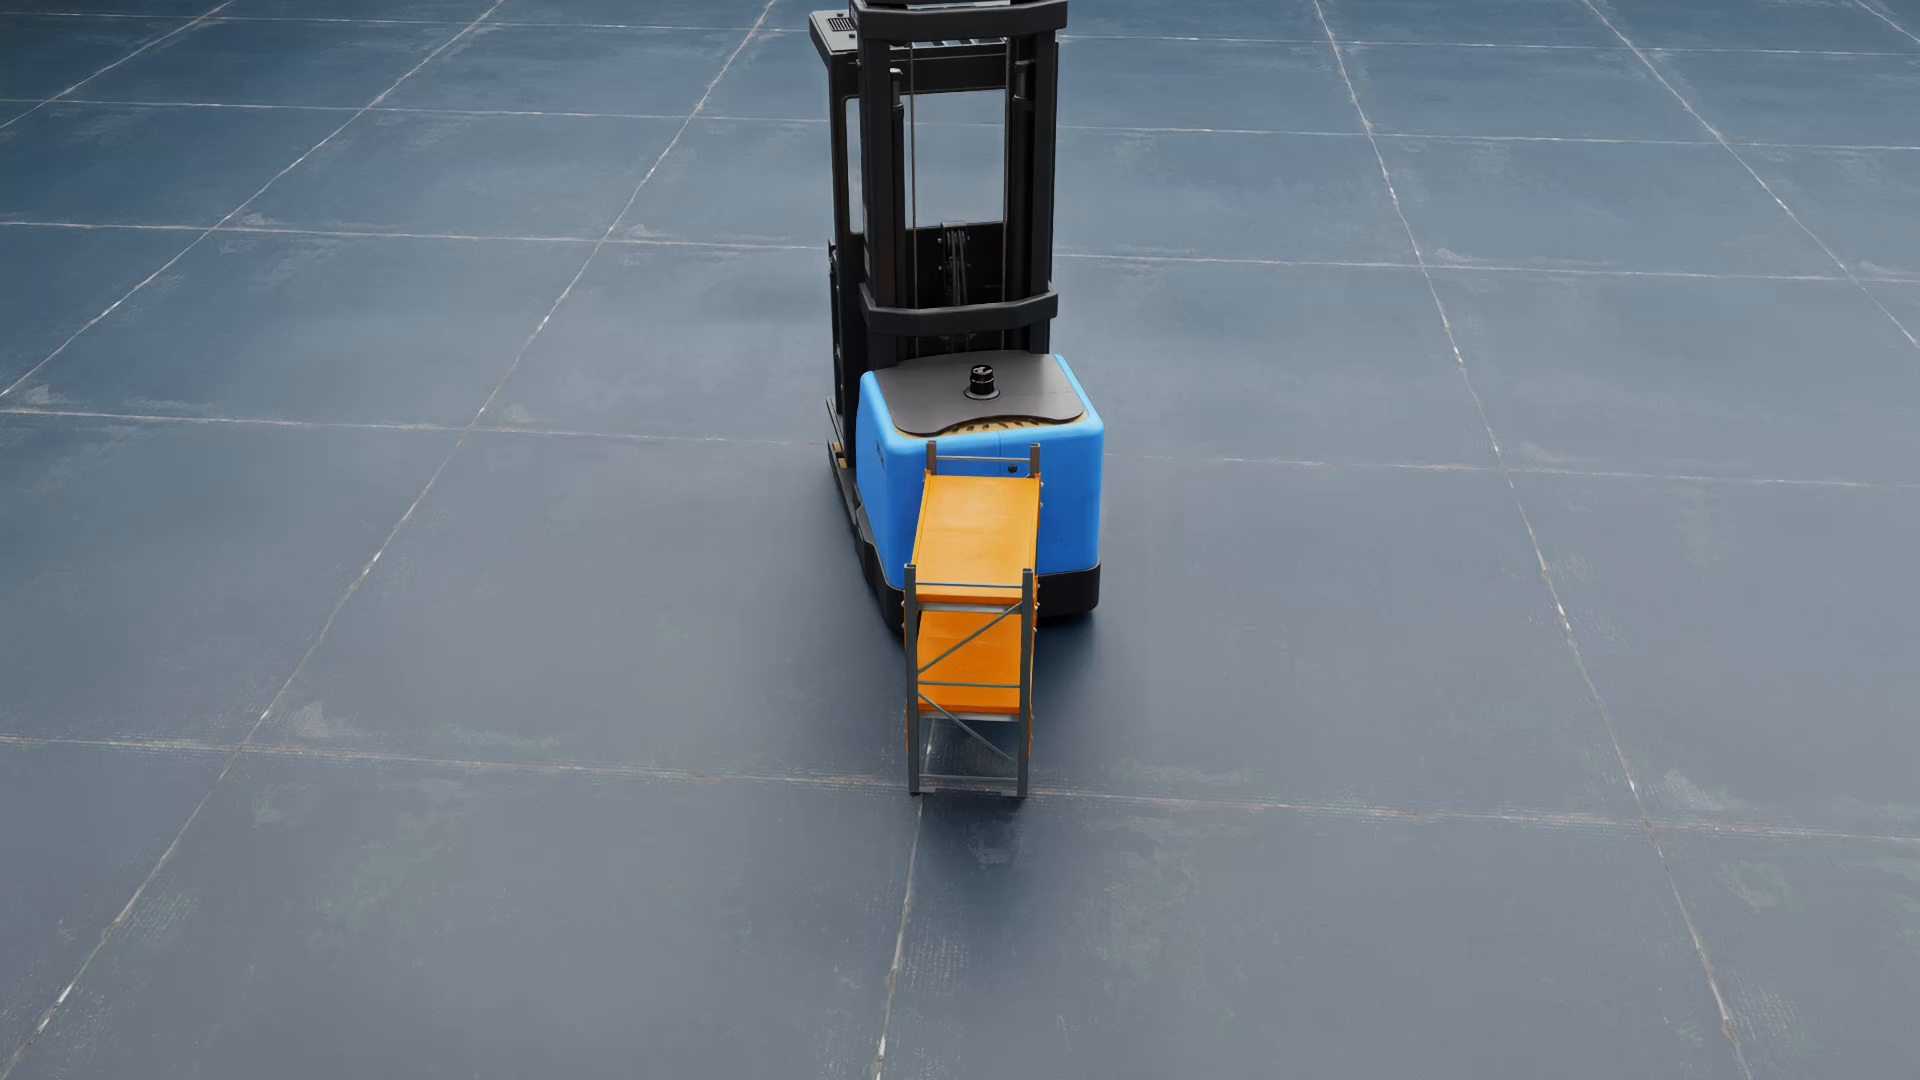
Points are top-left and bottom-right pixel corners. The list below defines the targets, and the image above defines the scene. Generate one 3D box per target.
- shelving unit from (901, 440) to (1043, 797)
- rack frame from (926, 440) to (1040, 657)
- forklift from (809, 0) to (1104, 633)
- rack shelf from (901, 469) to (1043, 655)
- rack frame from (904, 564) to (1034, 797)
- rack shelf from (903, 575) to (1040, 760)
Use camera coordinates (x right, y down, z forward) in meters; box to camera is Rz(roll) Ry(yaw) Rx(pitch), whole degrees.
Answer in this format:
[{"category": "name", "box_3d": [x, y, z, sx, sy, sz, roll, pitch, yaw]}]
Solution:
[{"category": "shelving unit", "box_3d": [0.068, 0.321, 7.157, 0.538, 1.125, 1.048, 2, 32, 3]}, {"category": "rack frame", "box_3d": [0.102, 0.055, 7.589, 0.500, 1.125, 0.032, 2, 32, 3]}, {"category": "forklift", "box_3d": [-0.128, -1.568, 8.500, 1.130, 2.935, 3.031, -6, 32, -10]}, {"category": "rack shelf", "box_3d": [0.068, 0.072, 7.004, 0.538, 0.278, 1.000, 2, 32, 3]}, {"category": "rack frame", "box_3d": [0.034, 0.587, 6.725, 0.500, 1.125, 0.032, 2, 32, 3]}, {"category": "rack shelf", "box_3d": [0.068, 0.529, 7.286, 0.538, 0.278, 1.000, 2, 32, 3]}]
